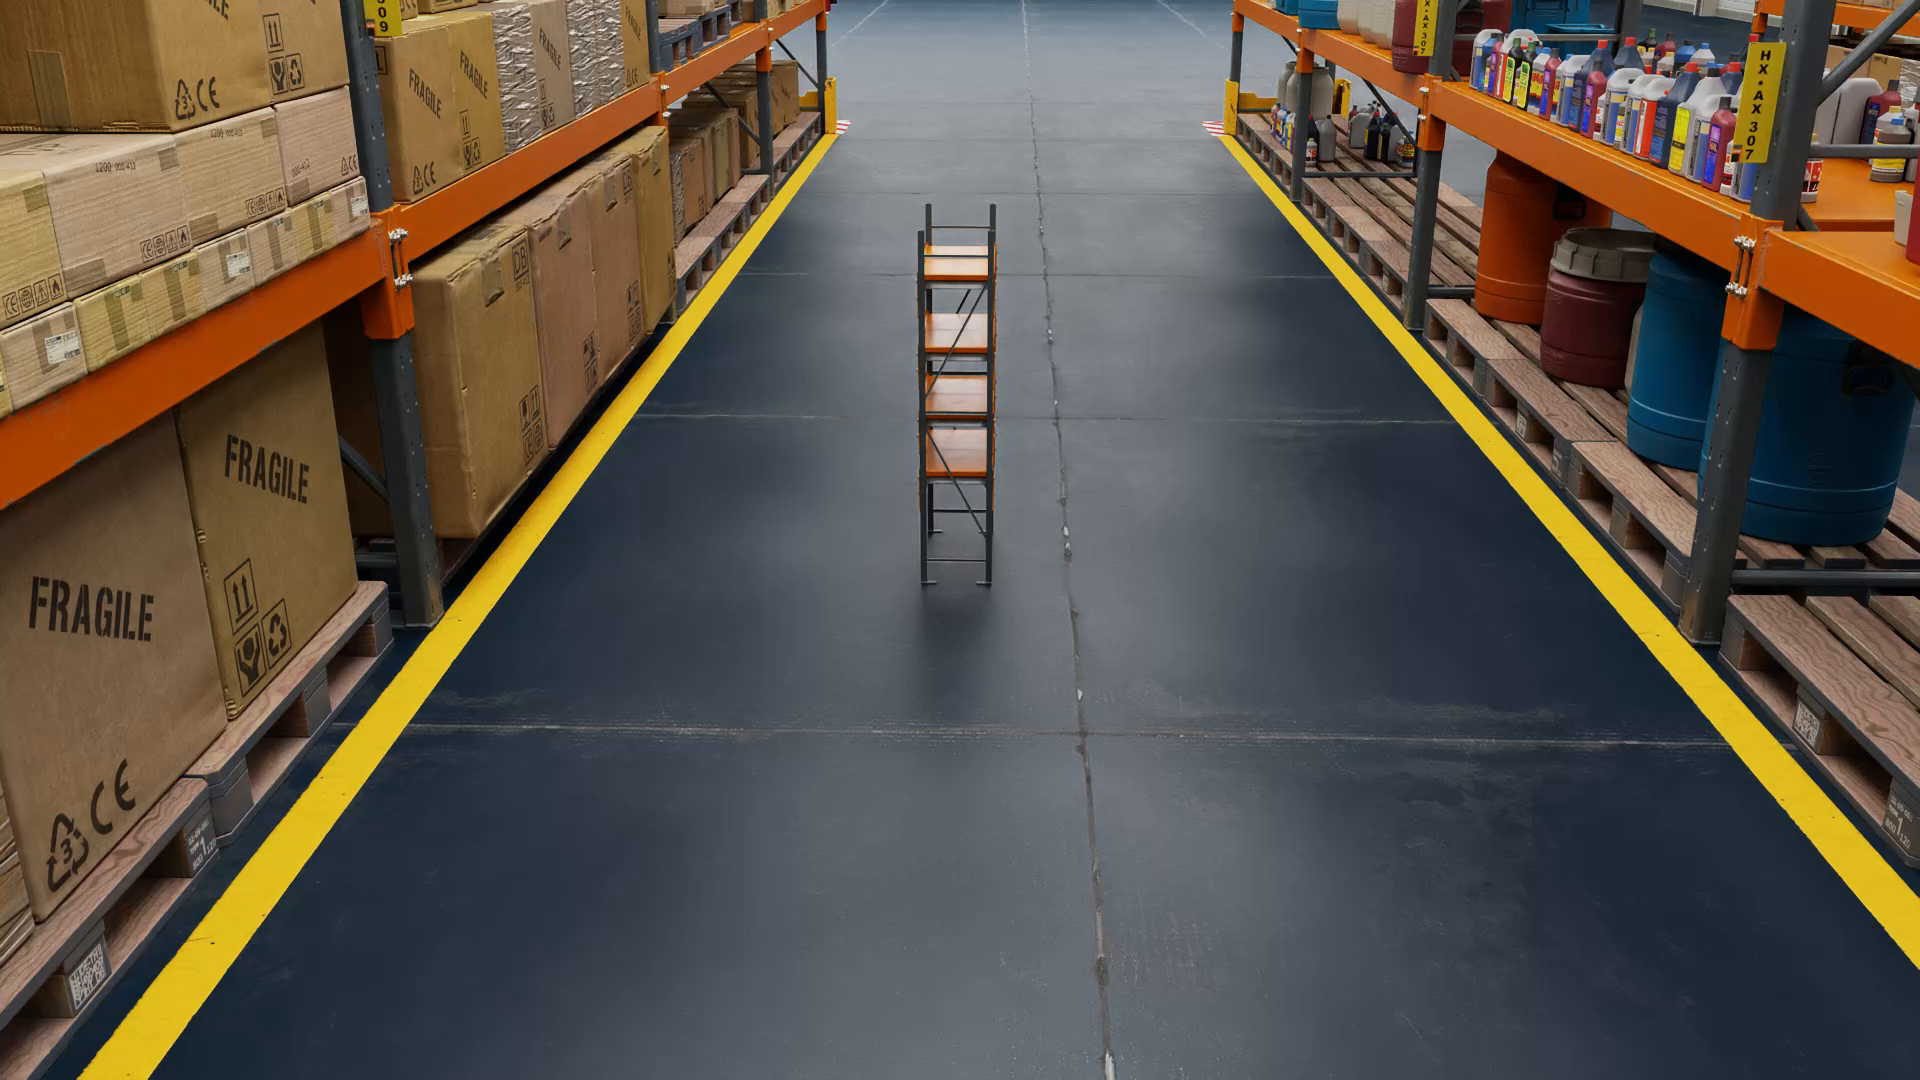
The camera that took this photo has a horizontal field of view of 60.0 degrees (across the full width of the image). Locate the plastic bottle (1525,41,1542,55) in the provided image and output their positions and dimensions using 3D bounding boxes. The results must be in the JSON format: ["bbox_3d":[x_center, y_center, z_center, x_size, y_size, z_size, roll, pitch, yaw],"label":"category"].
[{"bbox_3d":[2.578,-2.106,7.489,0.097,0.271,0.097,0,21,0],"label":"plastic bottle"}]

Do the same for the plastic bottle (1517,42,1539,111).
[{"bbox_3d":[2.491,-2.023,7.257,0.061,0.283,0.133,1,21,2],"label":"plastic bottle"}]

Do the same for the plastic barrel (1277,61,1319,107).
[{"bbox_3d":[3.198,-4.219,15.613,0.421,0.512,0.421,0,21,0],"label":"plastic barrel"}]

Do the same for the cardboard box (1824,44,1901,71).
[{"bbox_3d":[7.838,-4.076,14.571,0.500,0.500,0.500,1,21,2],"label":"cardboard box"}]

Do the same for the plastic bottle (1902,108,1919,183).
[{"bbox_3d":[3.183,-1.320,5.457,0.152,0.276,0.135,1,21,2],"label":"plastic bottle"}]

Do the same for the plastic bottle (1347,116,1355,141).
[{"bbox_3d":[3.359,-3.507,14.180,0.097,0.201,0.097,0,21,0],"label":"plastic bottle"}]

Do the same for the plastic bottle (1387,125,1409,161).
[{"bbox_3d":[3.450,-3.138,13.127,0.152,0.276,0.135,1,21,4],"label":"plastic bottle"}]

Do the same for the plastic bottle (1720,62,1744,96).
[{"bbox_3d":[2.627,-1.461,5.716,0.144,0.351,0.185,1,21,2],"label":"plastic bottle"}]

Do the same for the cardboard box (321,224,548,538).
[{"bbox_3d":[-2.175,-0.574,5.718,1.225,0.875,0.875,1,21,2],"label":"cardboard box"}]

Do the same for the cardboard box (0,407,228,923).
[{"bbox_3d":[-2.302,0.221,3.670,0.875,0.875,0.875,1,21,2],"label":"cardboard box"}]

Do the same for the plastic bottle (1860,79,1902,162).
[{"bbox_3d":[3.241,-1.477,5.851,0.061,0.283,0.133,1,21,2],"label":"plastic bottle"}]

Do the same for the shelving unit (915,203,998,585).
[{"bbox_3d":[-0.005,-0.500,5.658,0.258,1.200,0.503,1,21,2],"label":"shelving unit"}]

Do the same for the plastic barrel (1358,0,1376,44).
[{"bbox_3d":[2.749,-3.430,10.534,0.433,0.535,0.433,0,21,0],"label":"plastic barrel"}]

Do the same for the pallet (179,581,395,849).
[{"bbox_3d":[-2.275,0.437,4.611,1.003,0.211,1.213,1,21,2],"label":"pallet"}]

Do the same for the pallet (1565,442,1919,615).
[{"bbox_3d":[2.842,-0.061,5.895,1.003,0.211,1.213,1,21,2],"label":"pallet"}]

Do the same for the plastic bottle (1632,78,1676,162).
[{"bbox_3d":[2.492,-1.485,5.882,0.152,0.276,0.135,1,21,2],"label":"plastic bottle"}]

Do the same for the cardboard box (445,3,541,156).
[{"bbox_3d":[-1.880,-1.710,6.151,0.500,0.500,0.500,0,21,0],"label":"cardboard box"}]

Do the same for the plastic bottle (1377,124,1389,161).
[{"bbox_3d":[3.344,-3.143,13.128,0.061,0.283,0.133,1,21,2],"label":"plastic bottle"}]

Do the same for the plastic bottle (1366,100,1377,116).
[{"bbox_3d":[3.484,-3.522,14.013,0.144,0.351,0.185,2,21,4],"label":"plastic bottle"}]

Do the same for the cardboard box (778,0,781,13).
[{"bbox_3d":[-1.625,-4.258,13.205,0.380,0.149,0.250,1,21,2],"label":"cardboard box"}]

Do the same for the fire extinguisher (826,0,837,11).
[{"bbox_3d":[-1.345,-5.476,16.103,0.296,0.674,0.183,1,21,2],"label":"fire extinguisher"}]

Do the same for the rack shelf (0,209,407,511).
[{"bbox_3d":[-2.235,-0.079,3.079,1.077,0.370,4.000,1,21,2],"label":"rack shelf"}]

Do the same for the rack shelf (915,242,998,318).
[{"bbox_3d":[-0.005,-0.866,5.516,0.258,0.148,0.480,1,21,2],"label":"rack shelf"}]

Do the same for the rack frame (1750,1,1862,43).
[{"bbox_3d":[8.092,-5.366,15.711,1.000,3.000,0.127,1,21,2],"label":"rack frame"}]

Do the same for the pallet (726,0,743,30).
[{"bbox_3d":[-2.099,-3.666,11.594,1.003,0.211,1.213,1,21,2],"label":"pallet"}]

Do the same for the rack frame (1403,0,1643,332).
[{"bbox_3d":[2.898,-2.529,8.400,1.000,3.000,0.127,1,21,2],"label":"rack frame"}]

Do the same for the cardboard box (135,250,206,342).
[{"bbox_3d":[-1.887,-0.534,3.606,0.380,0.149,0.250,1,21,3],"label":"cardboard box"}]

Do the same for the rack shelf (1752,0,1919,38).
[{"bbox_3d":[8.032,-4.307,13.977,1.077,0.370,4.000,1,21,2],"label":"rack shelf"}]

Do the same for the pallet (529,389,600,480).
[{"bbox_3d":[-2.192,-0.559,7.178,1.003,0.211,1.213,1,21,2],"label":"pallet"}]

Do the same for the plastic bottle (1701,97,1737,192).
[{"bbox_3d":[2.427,-1.259,5.287,0.061,0.283,0.133,1,21,2],"label":"plastic bottle"}]

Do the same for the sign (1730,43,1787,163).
[{"bbox_3d":[2.227,-1.218,4.640,0.100,0.325,0.005,1,21,2],"label":"sign"}]

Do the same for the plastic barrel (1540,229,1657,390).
[{"bbox_3d":[2.866,-1.015,7.252,0.600,0.588,0.708,1,21,2],"label":"plastic barrel"}]

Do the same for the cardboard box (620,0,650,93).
[{"bbox_3d":[-1.820,-2.449,8.056,0.500,0.500,0.500,1,21,3],"label":"cardboard box"}]

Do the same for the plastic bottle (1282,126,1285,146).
[{"bbox_3d":[2.752,-3.400,13.904,0.097,0.201,0.097,0,21,0],"label":"plastic bottle"}]

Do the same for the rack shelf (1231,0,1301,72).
[{"bbox_3d":[3.081,-4.363,14.121,1.077,0.370,4.000,1,21,2],"label":"rack shelf"}]

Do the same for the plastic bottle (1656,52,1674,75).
[{"bbox_3d":[3.284,-2.160,7.725,0.097,0.201,0.097,0,21,0],"label":"plastic bottle"}]

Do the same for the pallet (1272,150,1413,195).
[{"bbox_3d":[3.082,-2.918,13.256,1.003,0.211,1.213,1,21,2],"label":"pallet"}]

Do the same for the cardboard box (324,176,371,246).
[{"bbox_3d":[-1.856,-0.906,4.565,0.380,0.149,0.250,1,21,2],"label":"cardboard box"}]

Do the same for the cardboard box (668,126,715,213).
[{"bbox_3d":[-2.021,-2.473,11.104,0.700,0.500,0.500,-1,21,-3],"label":"cardboard box"}]

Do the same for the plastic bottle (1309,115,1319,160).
[{"bbox_3d":[2.751,-3.181,13.135,0.144,0.351,0.185,0,21,0],"label":"plastic bottle"}]

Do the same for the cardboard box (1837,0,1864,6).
[{"bbox_3d":[8.033,-4.874,14.306,0.700,0.500,0.500,1,21,2],"label":"cardboard box"}]

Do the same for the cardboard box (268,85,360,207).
[{"bbox_3d":[-1.925,-1.043,4.367,0.500,0.250,0.500,0,21,1],"label":"cardboard box"}]

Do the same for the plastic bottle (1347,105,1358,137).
[{"bbox_3d":[3.382,-3.602,14.311,0.061,0.283,0.133,1,21,2],"label":"plastic bottle"}]

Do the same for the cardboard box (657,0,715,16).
[{"bbox_3d":[-1.772,-3.313,10.047,0.500,0.250,0.500,0,21,0],"label":"cardboard box"}]

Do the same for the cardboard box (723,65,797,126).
[{"bbox_3d":[-1.829,-4.064,15.232,0.500,0.500,0.500,6,22,16],"label":"cardboard box"}]

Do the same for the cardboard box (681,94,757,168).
[{"bbox_3d":[-1.879,-3.204,13.016,0.500,0.500,0.500,0,21,0],"label":"cardboard box"}]

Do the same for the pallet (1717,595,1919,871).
[{"bbox_3d":[2.793,0.484,4.491,1.003,0.211,1.213,1,21,2],"label":"pallet"}]

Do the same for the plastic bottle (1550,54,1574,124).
[{"bbox_3d":[2.496,-1.857,6.846,0.097,0.271,0.097,0,21,0],"label":"plastic bottle"}]

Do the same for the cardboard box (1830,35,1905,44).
[{"bbox_3d":[8.374,-4.432,15.488,0.500,0.500,0.500,1,21,2],"label":"cardboard box"}]

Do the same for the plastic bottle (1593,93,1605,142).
[{"bbox_3d":[2.479,-1.625,6.346,0.097,0.201,0.097,0,21,0],"label":"plastic bottle"}]

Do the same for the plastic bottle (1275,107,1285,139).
[{"bbox_3d":[2.764,-3.579,14.269,0.097,0.271,0.097,0,21,0],"label":"plastic bottle"}]

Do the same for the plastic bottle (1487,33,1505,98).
[{"bbox_3d":[2.506,-2.203,7.722,0.061,0.283,0.133,1,21,2],"label":"plastic bottle"}]

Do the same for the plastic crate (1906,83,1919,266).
[{"bbox_3d":[2.499,-0.820,3.825,0.402,0.464,0.583,1,21,2],"label":"plastic crate"}]

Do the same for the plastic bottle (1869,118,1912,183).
[{"bbox_3d":[3.057,-1.280,5.456,0.097,0.201,0.097,0,21,0],"label":"plastic bottle"}]

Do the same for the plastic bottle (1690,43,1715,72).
[{"bbox_3d":[3.272,-2.052,7.349,0.097,0.271,0.097,0,21,0],"label":"plastic bottle"}]
